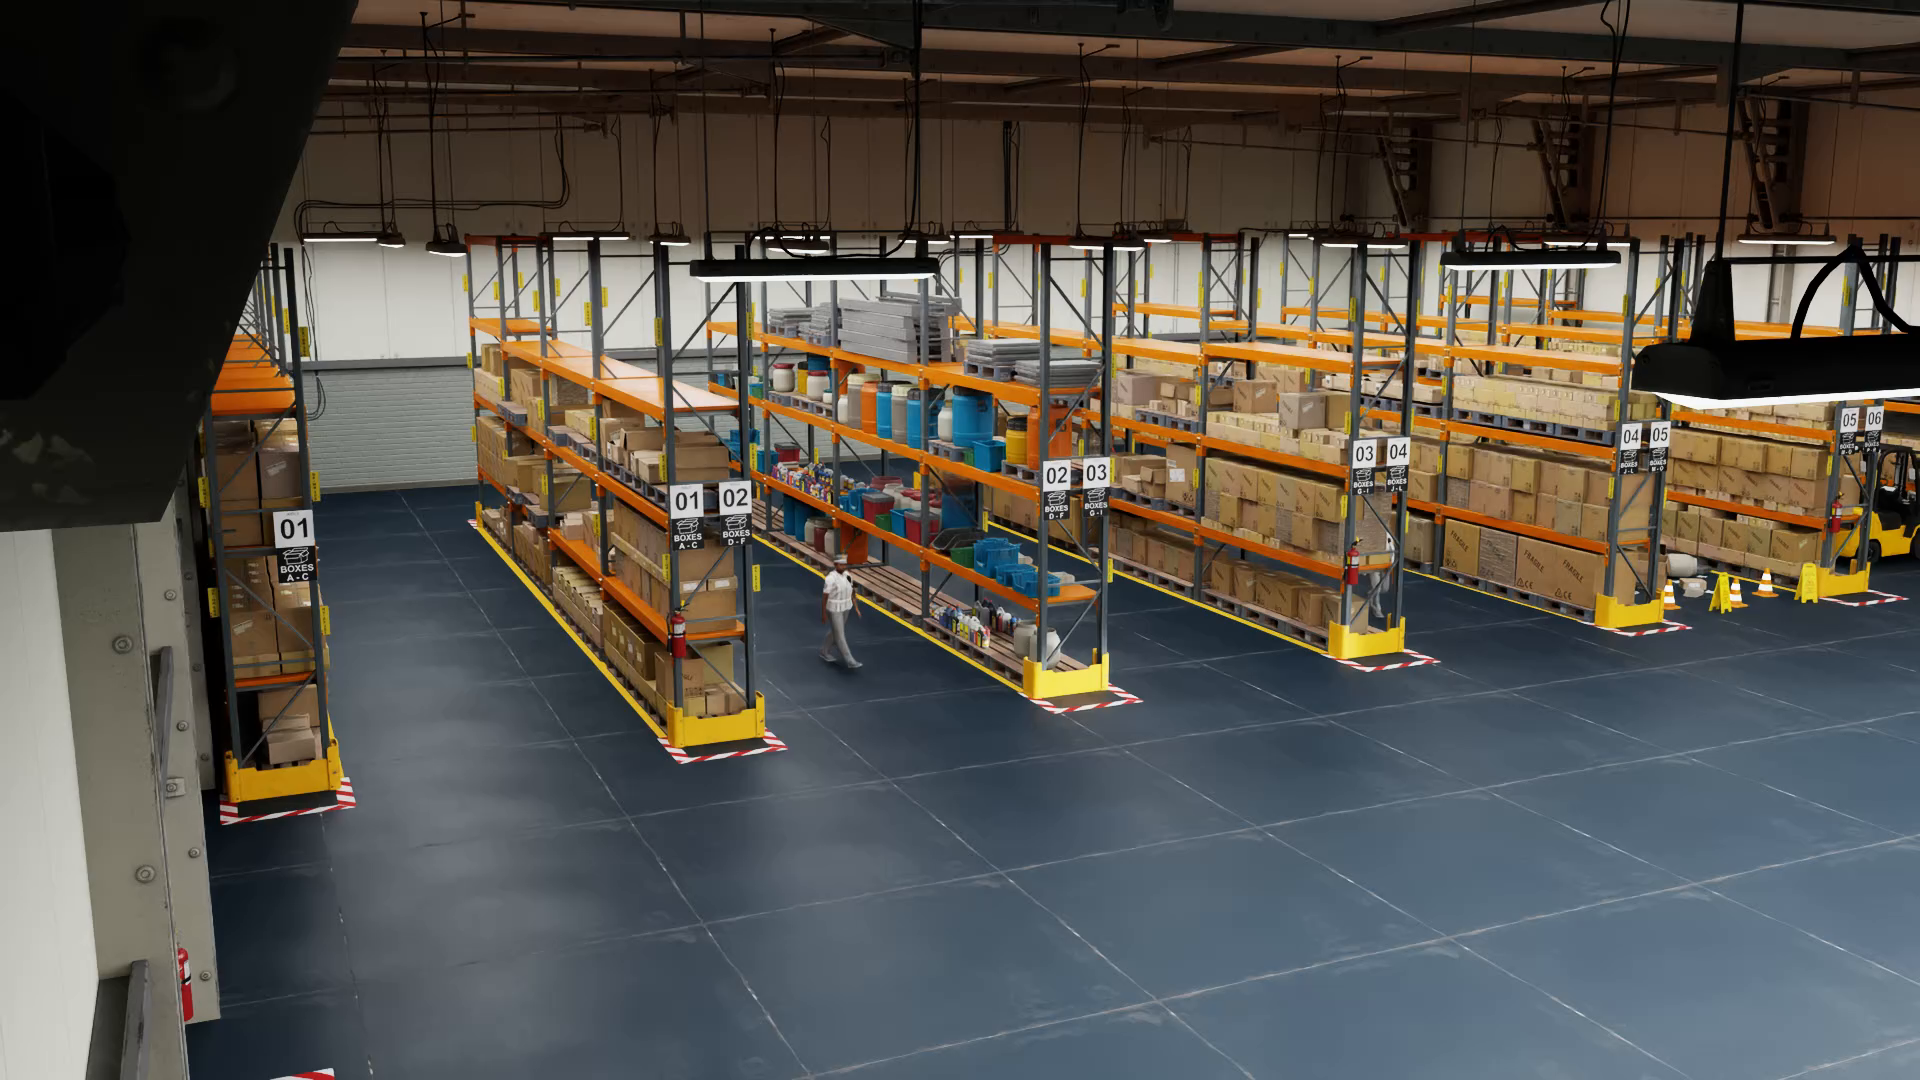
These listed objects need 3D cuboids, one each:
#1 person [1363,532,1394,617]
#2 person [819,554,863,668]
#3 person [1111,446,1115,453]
[{"bbox_3d":[6.702,0.398,26.798,0.548,1.644,0.607,-2,11,-10],"label":"person"},{"bbox_3d":[-1.669,0.996,23.601,1.038,1.620,0.498,8,14,36],"label":"person"},{"bbox_3d":[3.091,-1.172,34.631,0.695,1.618,0.664,-3,11,-16],"label":"person"}]
